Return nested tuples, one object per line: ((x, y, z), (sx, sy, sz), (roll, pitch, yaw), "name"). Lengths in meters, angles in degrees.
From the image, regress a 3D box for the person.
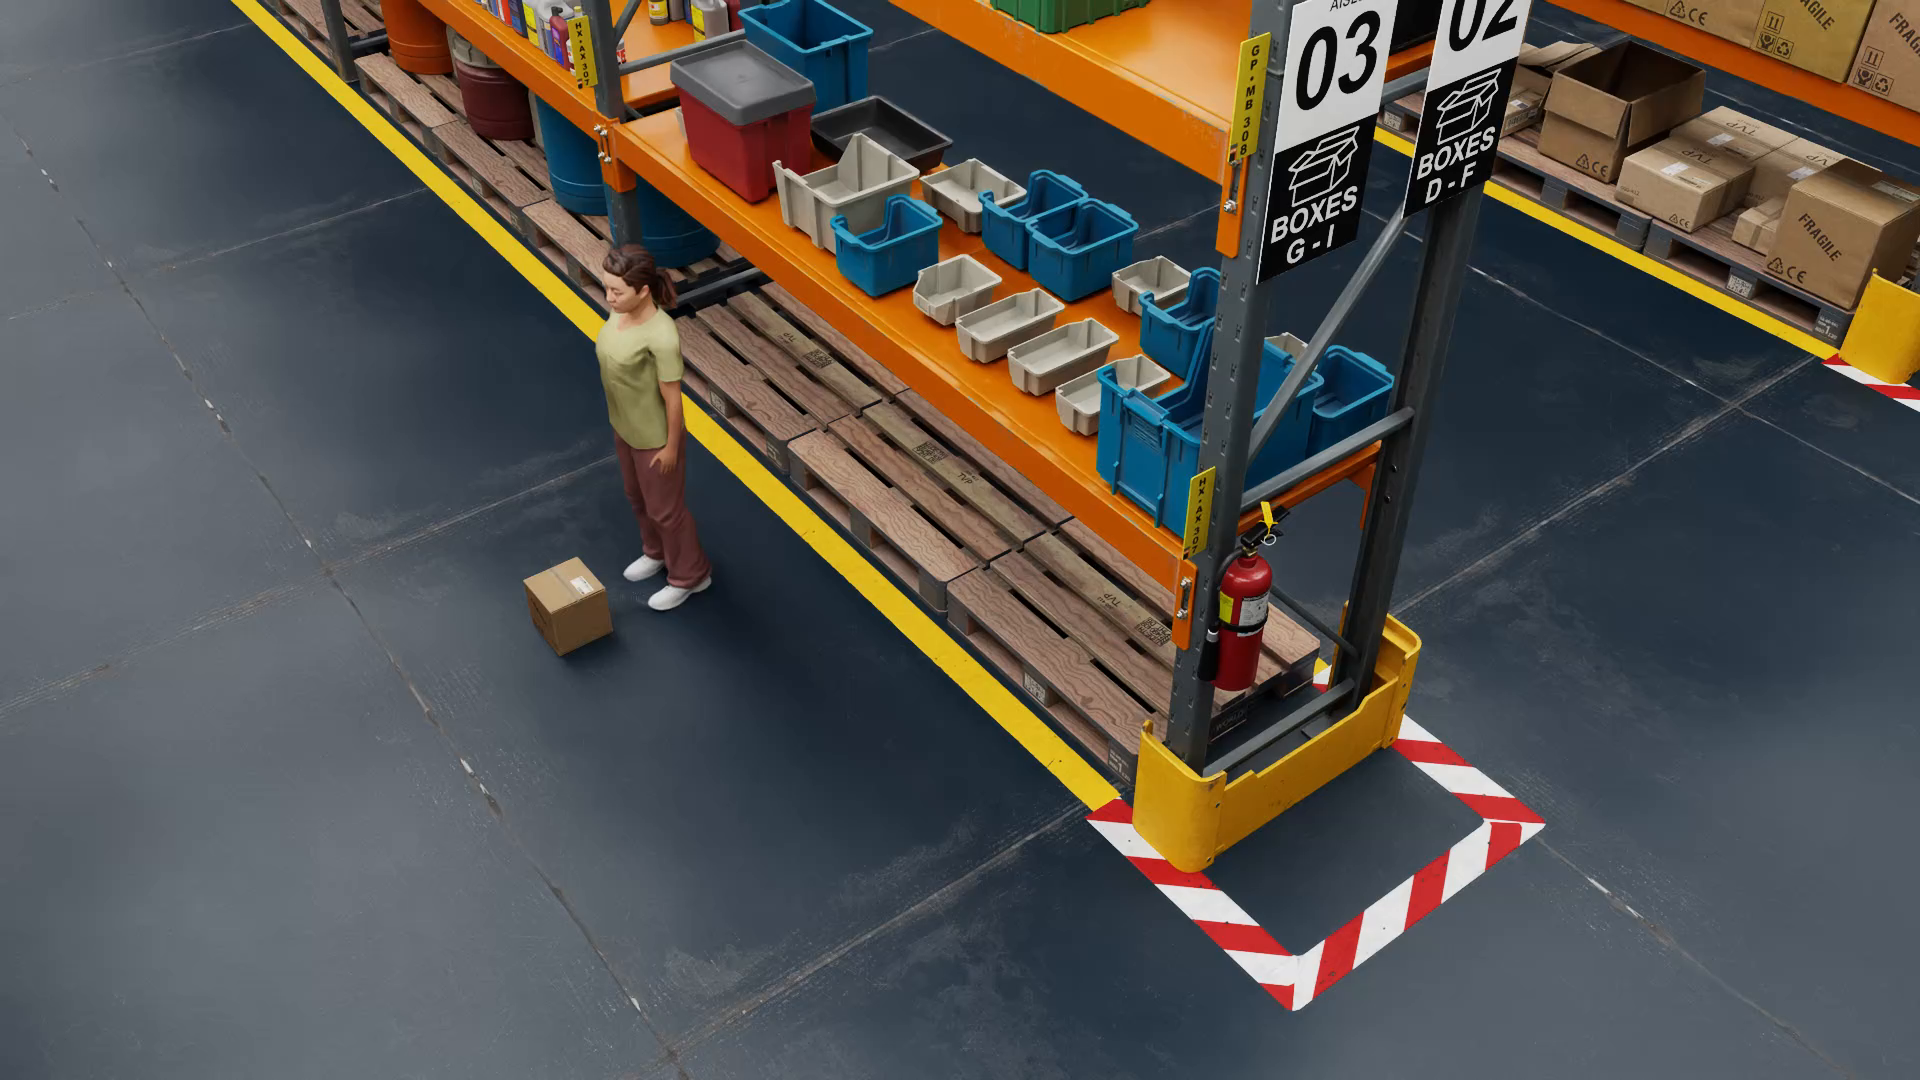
((-1.234, -0.448, 6.692), (0.359, 1.671, 0.442), (-25, 47, -27), "person")
